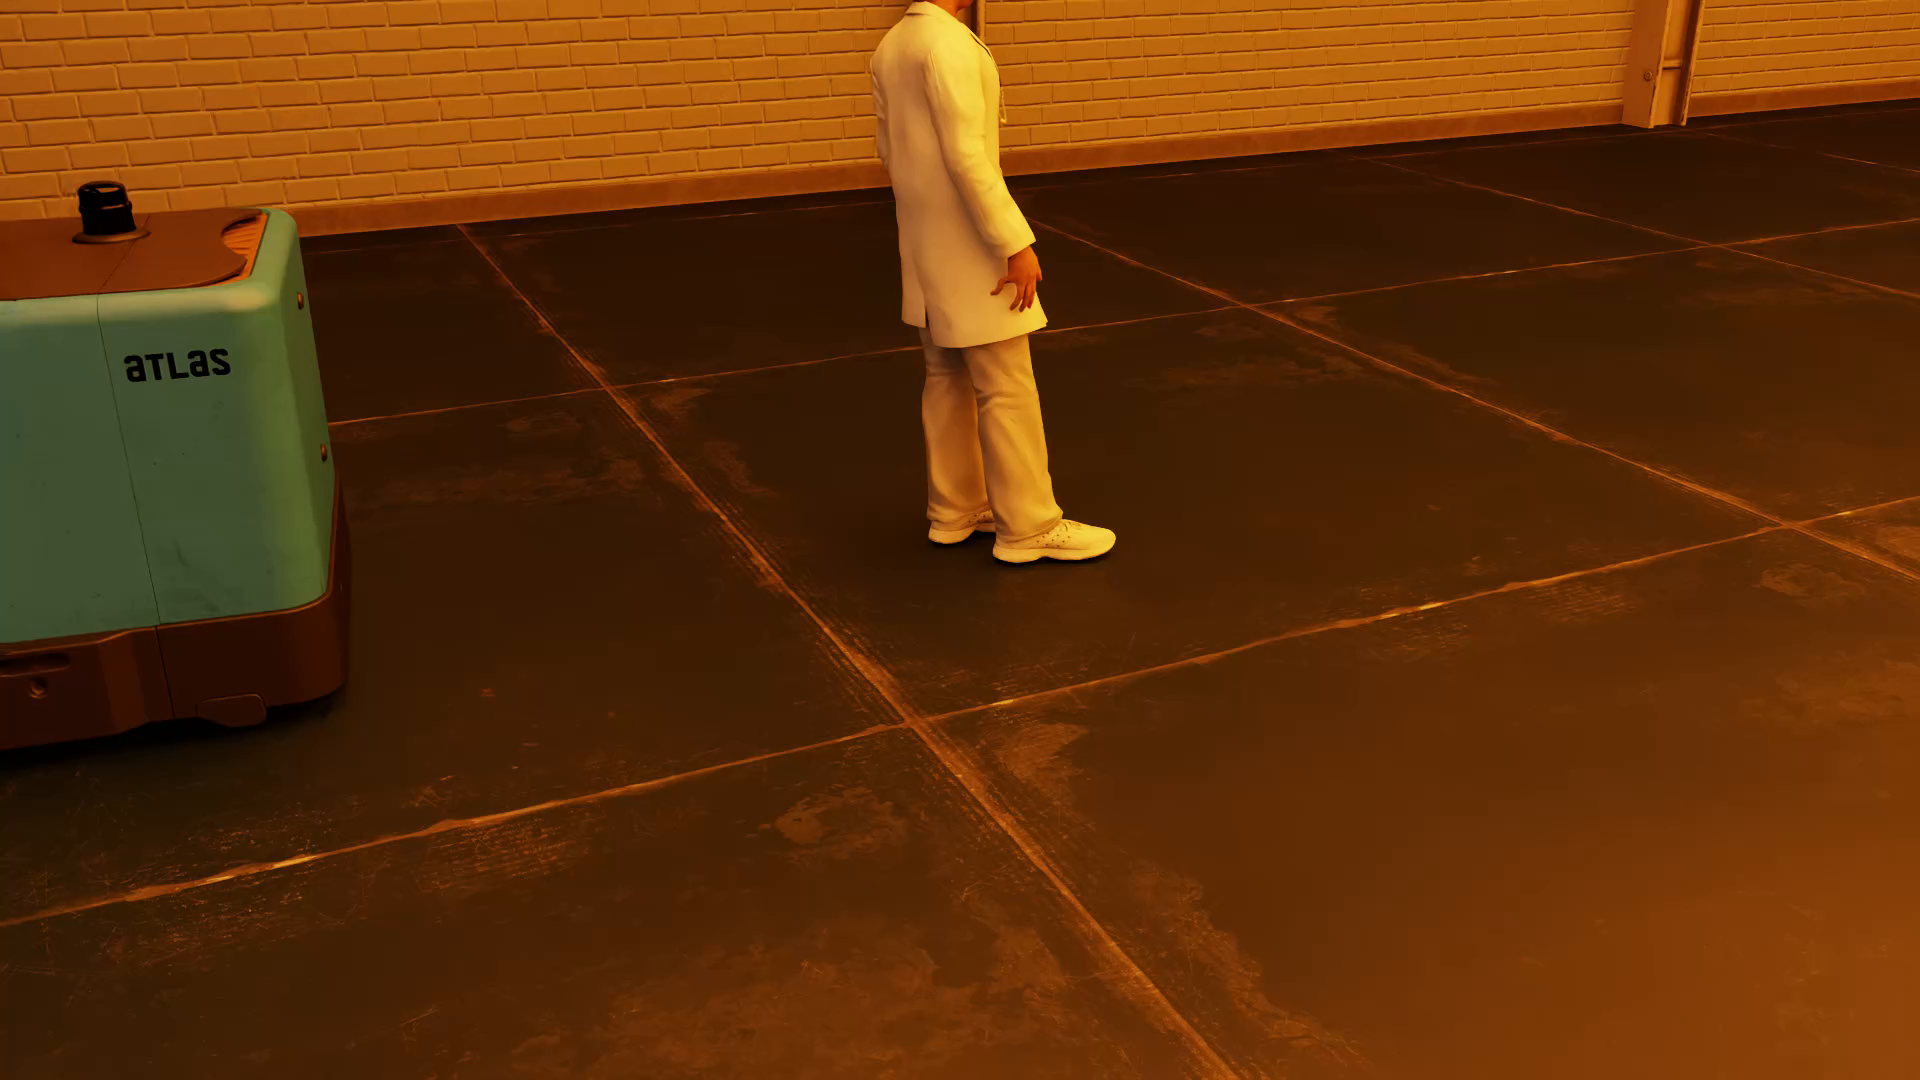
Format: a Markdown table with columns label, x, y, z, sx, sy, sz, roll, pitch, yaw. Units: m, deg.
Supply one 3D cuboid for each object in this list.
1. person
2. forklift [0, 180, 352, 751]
| label | x | y | z | sx | sy | sz | roll | pitch | yaw |
| --- | --- | --- | --- | --- | --- | --- | --- | --- | --- |
| person | 0.084 | -0.840 | 4.794 | 0.581 | 1.775 | 0.696 | -10 | 25 | -23 |
| forklift | -3.084 | -0.922 | 3.507 | 3.031 | 2.935 | 1.130 | -7 | 24 | -16 |
